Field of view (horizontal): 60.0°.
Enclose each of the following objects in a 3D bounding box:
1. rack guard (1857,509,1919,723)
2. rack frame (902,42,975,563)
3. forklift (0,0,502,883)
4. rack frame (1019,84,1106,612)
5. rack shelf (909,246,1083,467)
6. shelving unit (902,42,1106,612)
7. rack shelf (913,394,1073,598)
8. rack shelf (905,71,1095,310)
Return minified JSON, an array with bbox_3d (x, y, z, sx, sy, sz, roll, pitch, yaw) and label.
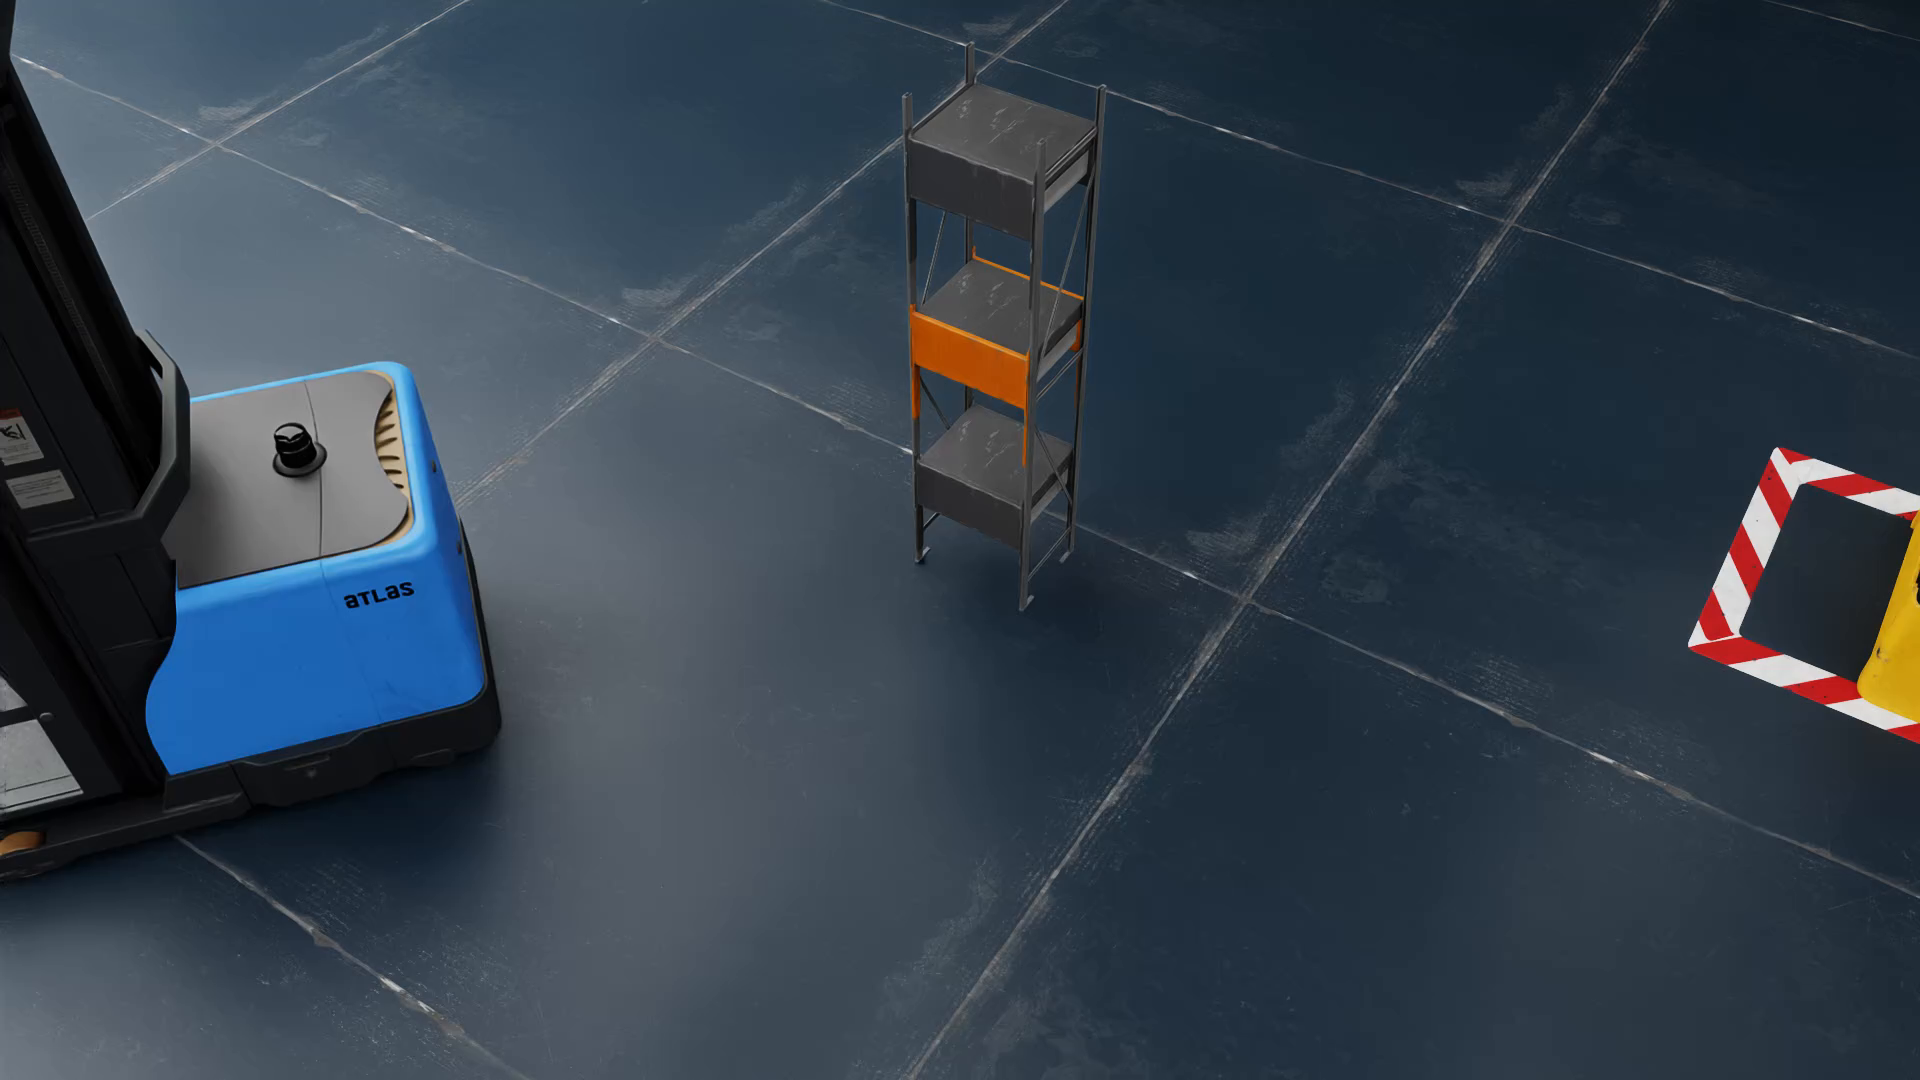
[{"bbox_3d":[3.783,0.120,6.285,0.348,0.500,1.175,25,51,22],"label":"rack guard"},{"bbox_3d":[-0.066,-0.762,6.026,0.015,2.100,0.400,25,51,22],"label":"rack frame"},{"bbox_3d":[-3.229,-0.264,4.962,3.031,2.935,1.130,-13,47,-13],"label":"forklift"},{"bbox_3d":[0.345,-0.573,5.843,0.015,2.100,0.400,25,51,22],"label":"rack frame"},{"bbox_3d":[0.139,-0.658,5.944,0.480,0.518,0.431,25,51,22],"label":"rack shelf"},{"bbox_3d":[0.139,-0.668,5.935,0.503,2.100,0.431,25,51,22],"label":"shelving unit"},{"bbox_3d":[0.139,-0.170,6.446,0.480,0.518,0.431,25,51,22],"label":"rack shelf"},{"bbox_3d":[0.139,-1.146,5.442,0.480,0.518,0.431,25,51,22],"label":"rack shelf"}]
